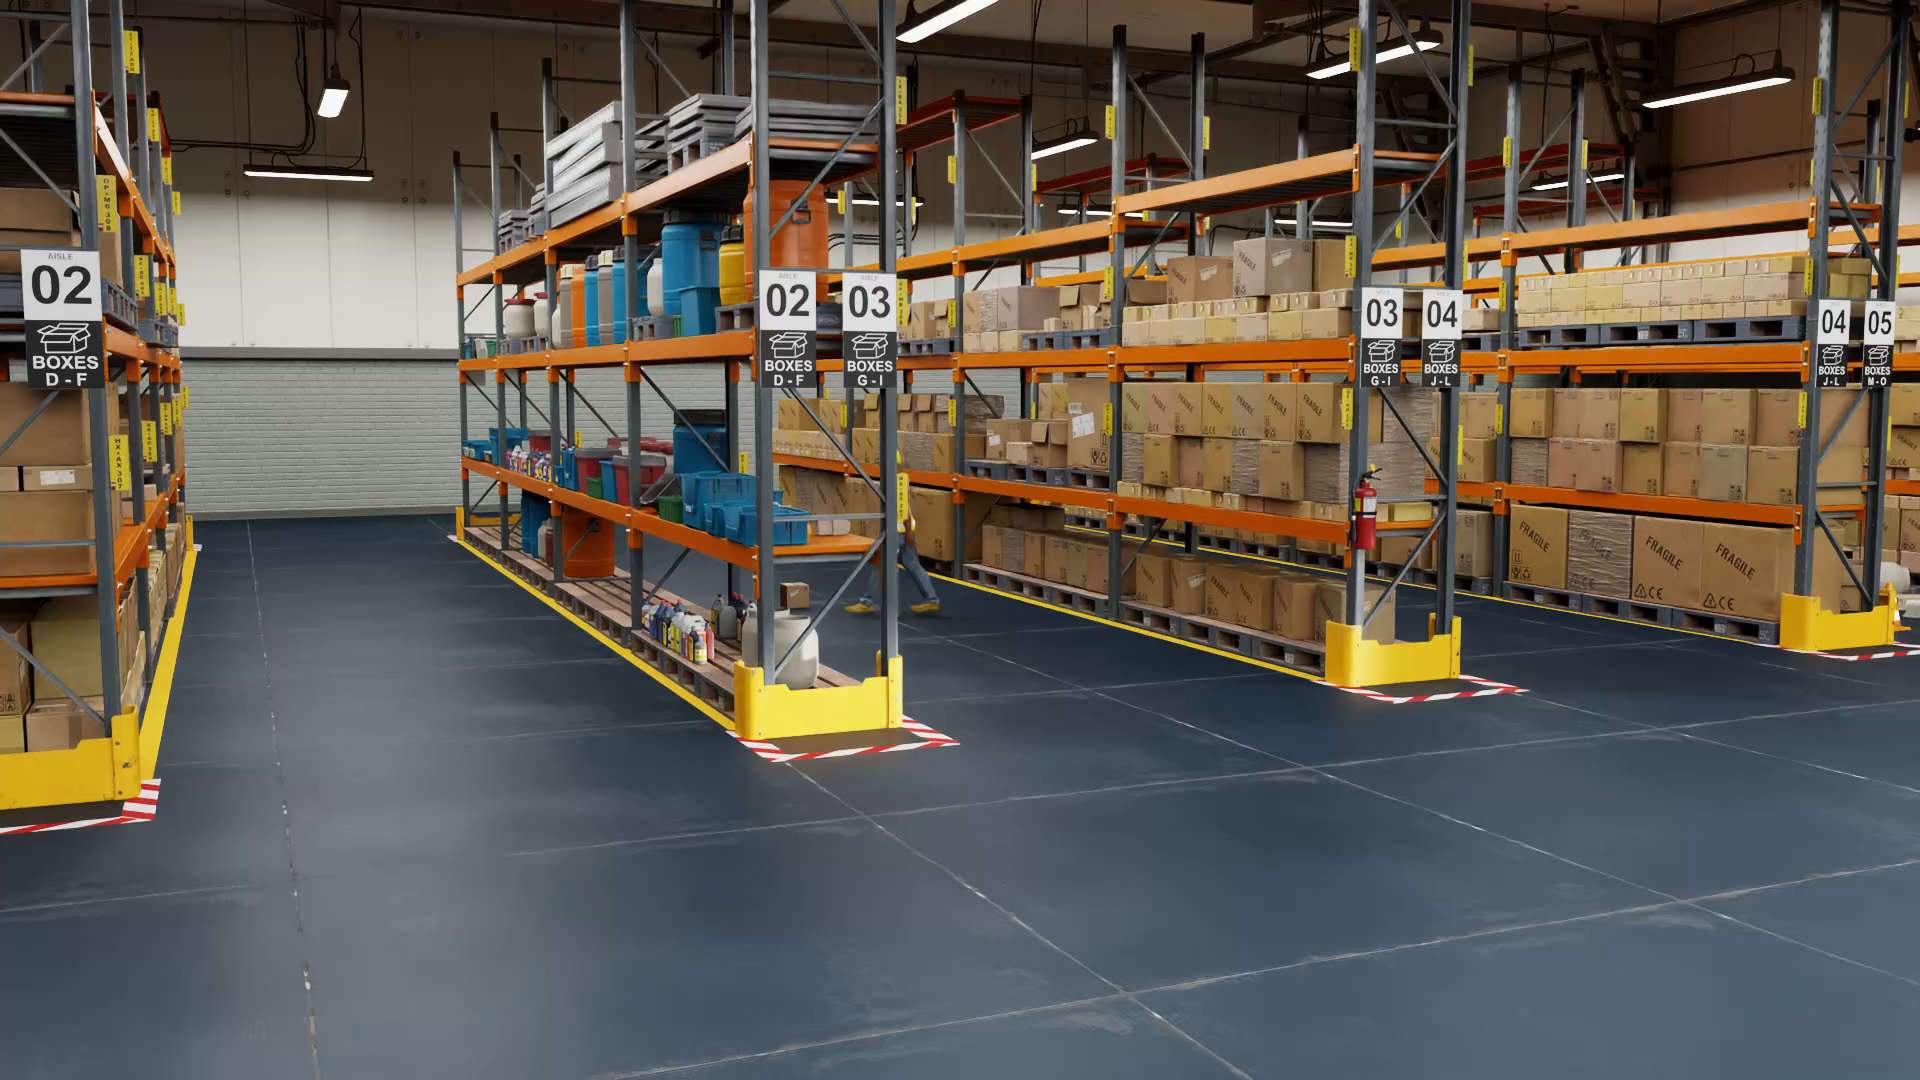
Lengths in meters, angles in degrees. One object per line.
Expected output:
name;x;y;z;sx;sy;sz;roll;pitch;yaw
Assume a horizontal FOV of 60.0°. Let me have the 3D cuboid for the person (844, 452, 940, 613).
person;-0.704;-0.096;17.517;0.984;1.703;0.609;1;5;9
